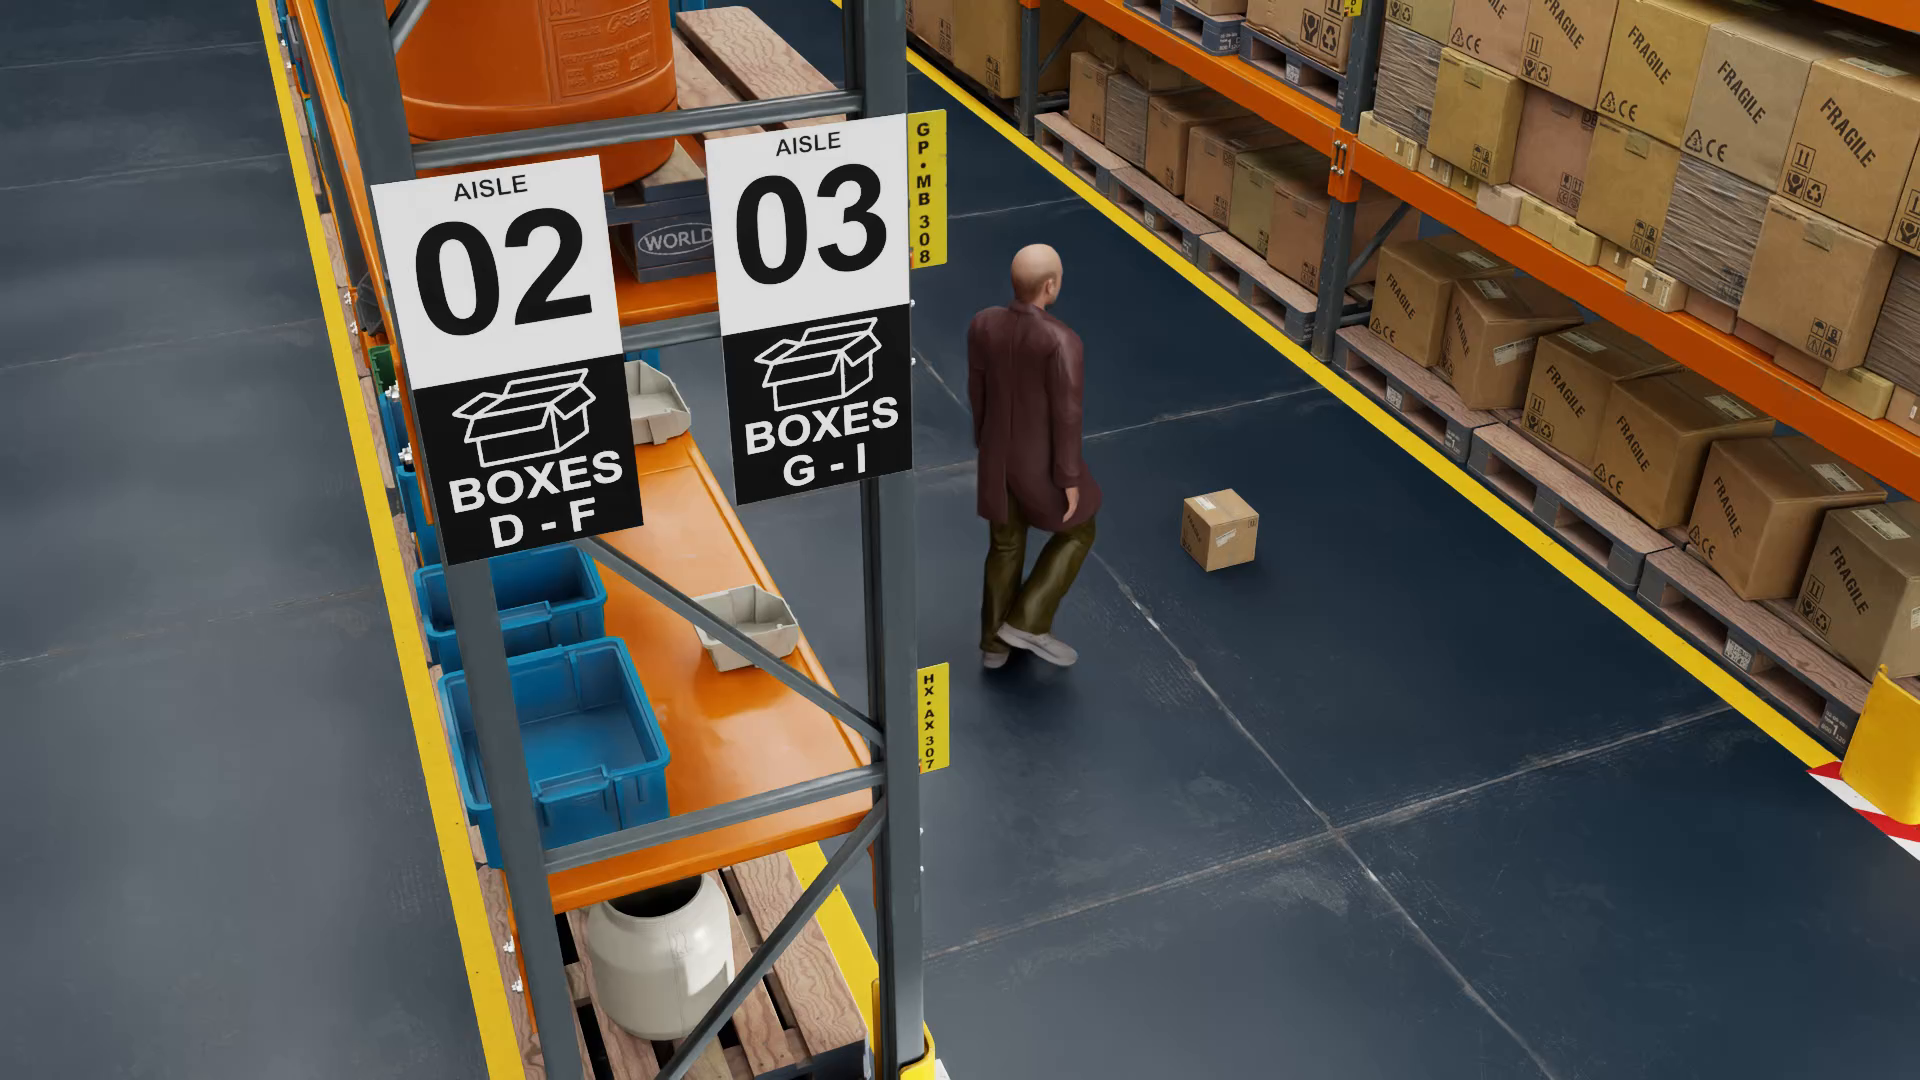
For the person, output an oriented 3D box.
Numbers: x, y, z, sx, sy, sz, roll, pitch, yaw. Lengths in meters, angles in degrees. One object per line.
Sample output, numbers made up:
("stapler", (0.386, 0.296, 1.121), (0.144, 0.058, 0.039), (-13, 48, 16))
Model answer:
("person", (0.268, -0.304, 6.586), (0.606, 1.768, 0.503), (22, 39, 30))
